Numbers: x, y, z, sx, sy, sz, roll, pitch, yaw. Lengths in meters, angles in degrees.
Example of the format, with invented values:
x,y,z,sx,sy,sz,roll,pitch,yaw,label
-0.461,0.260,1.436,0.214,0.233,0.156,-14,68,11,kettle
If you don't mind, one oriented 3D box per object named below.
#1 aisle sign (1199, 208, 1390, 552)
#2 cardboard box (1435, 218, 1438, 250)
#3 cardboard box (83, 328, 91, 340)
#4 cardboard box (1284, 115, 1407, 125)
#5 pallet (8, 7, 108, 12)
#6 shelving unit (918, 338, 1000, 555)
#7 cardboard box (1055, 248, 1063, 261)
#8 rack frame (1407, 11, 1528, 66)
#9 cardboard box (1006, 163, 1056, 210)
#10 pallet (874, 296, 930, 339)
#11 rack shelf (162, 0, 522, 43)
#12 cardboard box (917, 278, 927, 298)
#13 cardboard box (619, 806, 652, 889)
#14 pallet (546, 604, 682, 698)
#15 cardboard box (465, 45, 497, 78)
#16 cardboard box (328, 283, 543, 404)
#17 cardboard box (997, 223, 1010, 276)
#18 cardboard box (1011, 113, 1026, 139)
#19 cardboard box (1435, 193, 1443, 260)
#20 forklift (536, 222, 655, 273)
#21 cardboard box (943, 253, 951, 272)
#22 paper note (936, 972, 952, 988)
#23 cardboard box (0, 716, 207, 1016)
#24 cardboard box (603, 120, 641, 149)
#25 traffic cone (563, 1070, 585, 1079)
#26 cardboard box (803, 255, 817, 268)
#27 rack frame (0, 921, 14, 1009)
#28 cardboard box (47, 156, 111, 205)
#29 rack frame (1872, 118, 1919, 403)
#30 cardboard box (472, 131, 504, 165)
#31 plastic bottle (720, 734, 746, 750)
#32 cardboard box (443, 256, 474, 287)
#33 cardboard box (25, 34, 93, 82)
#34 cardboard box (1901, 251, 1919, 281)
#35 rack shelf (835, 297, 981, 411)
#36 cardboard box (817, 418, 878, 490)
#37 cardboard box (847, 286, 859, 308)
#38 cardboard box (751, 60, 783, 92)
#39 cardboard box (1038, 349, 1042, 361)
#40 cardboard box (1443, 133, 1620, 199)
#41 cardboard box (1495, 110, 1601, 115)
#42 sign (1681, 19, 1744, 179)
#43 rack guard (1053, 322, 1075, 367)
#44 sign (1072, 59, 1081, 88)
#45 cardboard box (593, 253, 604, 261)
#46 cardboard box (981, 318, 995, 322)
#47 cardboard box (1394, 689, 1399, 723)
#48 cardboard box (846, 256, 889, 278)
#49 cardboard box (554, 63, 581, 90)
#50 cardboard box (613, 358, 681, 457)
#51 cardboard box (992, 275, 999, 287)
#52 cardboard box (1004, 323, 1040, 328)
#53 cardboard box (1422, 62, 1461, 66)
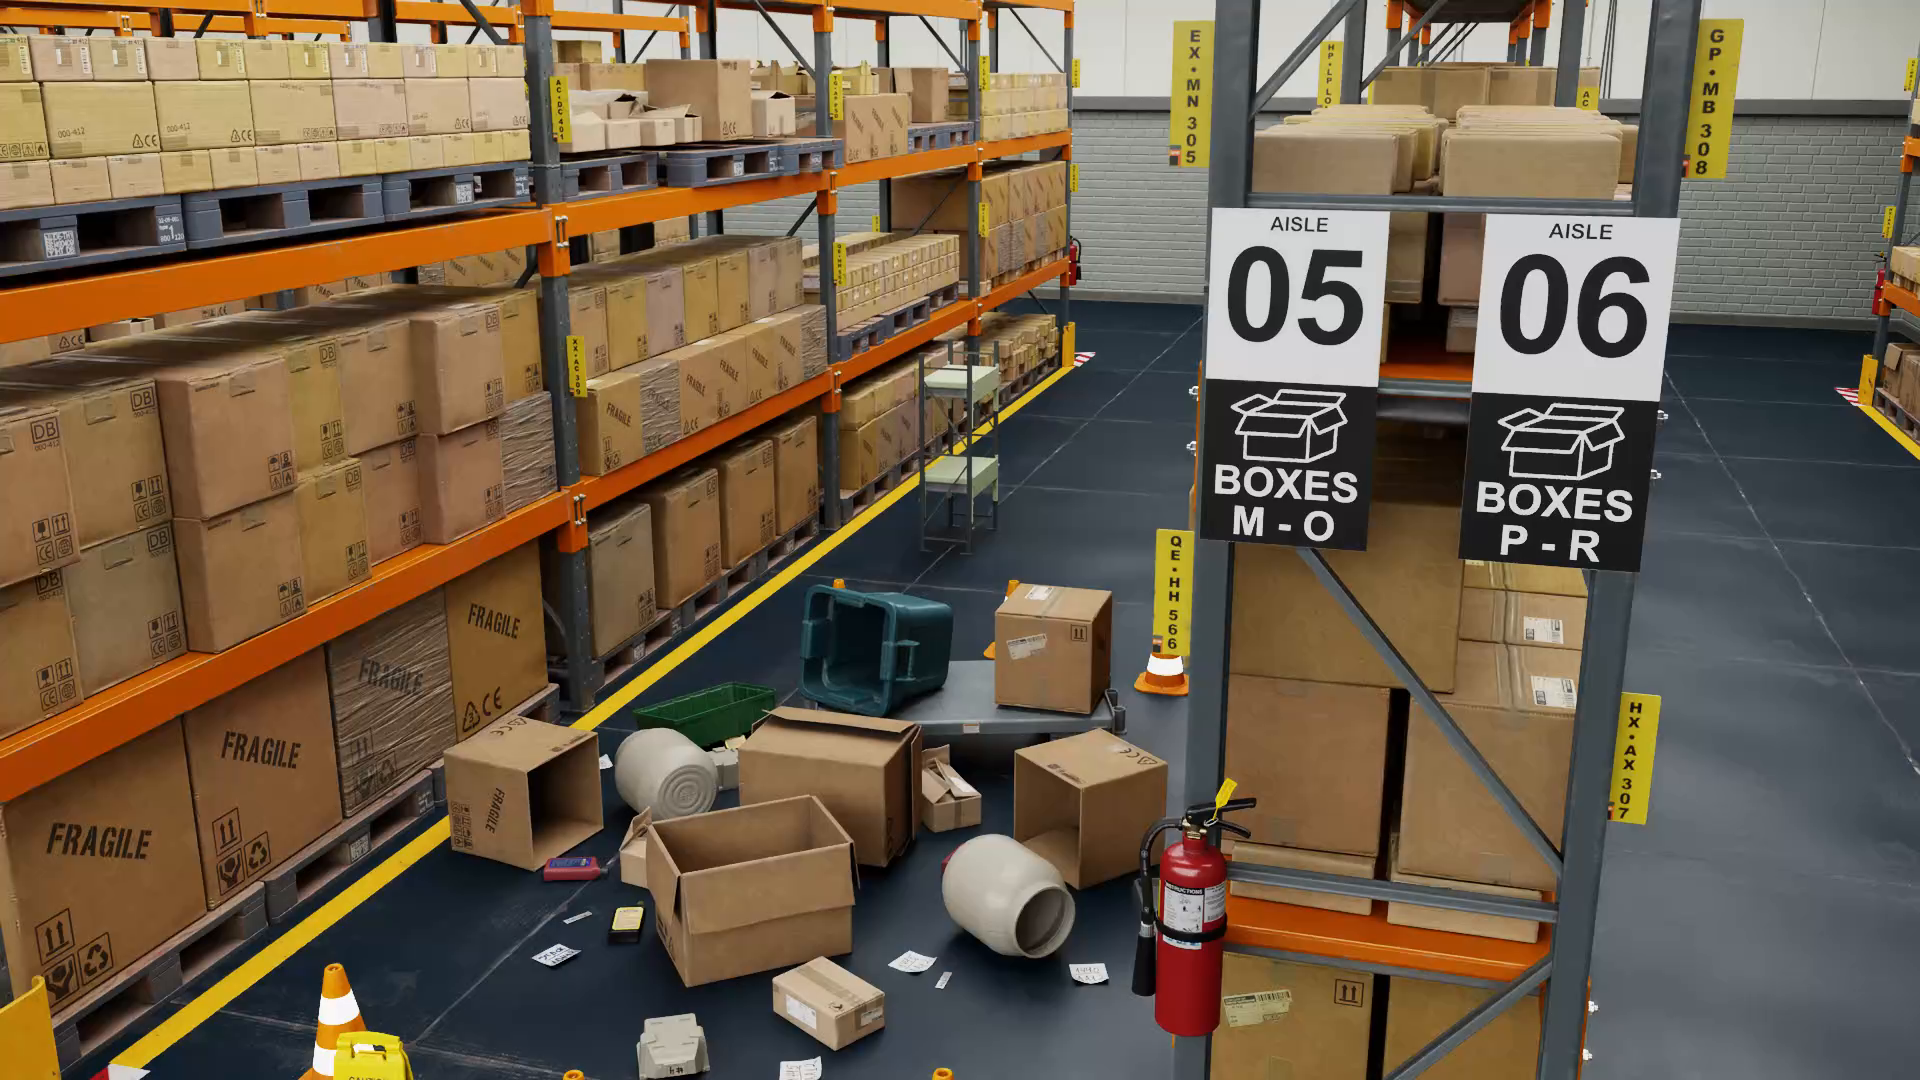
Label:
x,y,z,sx,sy,sz,roll,pitch,yaw,label
0.768,-0.366,3.860,0.394,0.787,0.004,5,16,16,aisle sign
1.784,-1.278,6.802,0.380,0.149,0.250,5,16,16,cardboard box
-6.861,-1.680,12.761,0.500,0.250,0.500,4,16,14,cardboard box
1.280,-1.330,5.525,0.380,0.149,0.250,5,17,17,cardboard box
-9.982,-5.786,17.815,1.003,0.211,1.213,5,16,16,pallet
-0.002,-0.720,12.619,0.431,1.500,0.755,5,16,16,shelving unit
1.014,-3.425,19.867,0.380,0.149,0.250,5,16,16,cardboard box
4.473,-5.135,14.443,1.000,3.000,0.127,5,16,16,rack frame
0.800,-4.053,19.063,0.500,0.500,0.500,4,16,14,cardboard box
-0.915,-1.989,14.695,1.003,0.211,1.213,5,16,16,pallet
-5.596,-4.842,15.460,1.077,0.370,4.000,5,16,16,rack shelf
-0.515,-2.296,15.119,0.380,0.149,0.250,4,16,13,cardboard box
-1.297,1.395,7.426,0.396,0.266,0.258,8,18,25,cardboard box
-2.428,0.620,10.255,1.003,0.211,1.213,5,16,16,pallet
-2.445,-2.283,7.930,0.380,0.149,0.250,5,16,16,cardboard box
-2.712,-1.011,8.643,0.875,0.550,0.550,5,16,16,cardboard box
0.215,-3.038,17.313,0.500,0.500,0.500,5,16,16,cardboard box
0.384,-4.344,17.427,0.500,0.250,0.500,5,17,18,cardboard box
1.737,-1.002,5.099,0.500,0.250,0.500,5,17,18,cardboard box
-3.465,-2.122,14.940,1.130,2.935,3.031,7,17,24,forklift
-0.299,-2.642,15.793,0.380,0.149,0.250,5,17,16,cardboard box
-0.064,1.754,6.628,0.032,0.001,0.123,5,16,16,paper note
-3.582,1.171,6.329,0.875,0.875,0.875,5,17,16,cardboard box
-2.042,-2.338,9.585,0.250,0.149,0.380,5,16,16,cardboard box
-1.212,1.901,5.278,0.336,0.463,0.334,5,16,16,traffic cone
-1.444,-2.358,14.246,0.380,0.149,0.250,5,16,16,cardboard box
-3.715,0.533,5.454,0.949,2.616,0.053,5,16,16,rack frame
-3.163,-1.236,5.701,0.380,0.149,0.250,5,16,16,cardboard box
10.370,-2.911,17.597,1.000,3.000,0.127,5,16,16,rack frame
-2.443,-1.900,8.040,0.380,0.149,0.250,5,17,17,cardboard box
-1.206,1.090,8.876,0.133,0.061,0.283,-4,16,-13,plastic bottle
-5.188,-2.656,16.512,0.500,0.500,0.500,4,16,15,cardboard box
-3.167,-1.618,5.586,0.380,0.149,0.250,4,16,15,cardboard box
9.840,-2.753,16.767,0.500,0.250,0.500,5,17,16,cardboard box
-0.870,-1.737,14.775,1.077,0.370,4.000,5,16,16,rack shelf
-0.992,-0.725,13.698,0.500,0.500,0.500,4,16,14,cardboard box
-1.033,-1.966,13.410,0.380,0.149,0.250,5,17,19,cardboard box
-1.572,-3.545,12.748,0.396,0.266,0.258,5,16,16,cardboard box
0.752,-2.192,19.515,0.380,0.149,0.250,5,16,16,cardboard box
1.360,-0.892,3.981,0.380,0.149,0.250,5,16,15,cardboard box
2.211,-1.549,6.295,0.380,0.149,0.250,5,17,18,cardboard box
1.584,-0.931,3.516,0.100,0.325,0.005,5,16,16,sign
0.814,-2.430,20.482,1.175,0.500,0.348,5,16,16,rack guard
1.362,-5.474,19.510,0.100,0.325,0.005,5,16,16,sign
-4.331,-3.222,19.151,0.380,0.149,0.250,4,16,15,cardboard box
0.203,-2.521,19.586,0.380,0.149,0.250,5,16,16,cardboard box
1.246,0.275,5.635,0.500,0.500,0.500,5,16,16,cardboard box
-0.822,-2.308,14.069,0.380,0.149,0.250,5,17,18,cardboard box
-4.706,-5.108,18.710,0.700,0.500,0.500,6,17,19,cardboard box
-2.024,-0.810,10.006,0.500,0.500,0.500,5,17,16,cardboard box
0.203,-2.752,17.495,0.380,0.149,0.250,4,16,13,cardboard box
0.715,-2.410,19.193,0.380,0.149,0.250,4,16,14,cardboard box
4.826,-4.347,16.020,0.797,0.503,0.637,6,17,20,cardboard box
